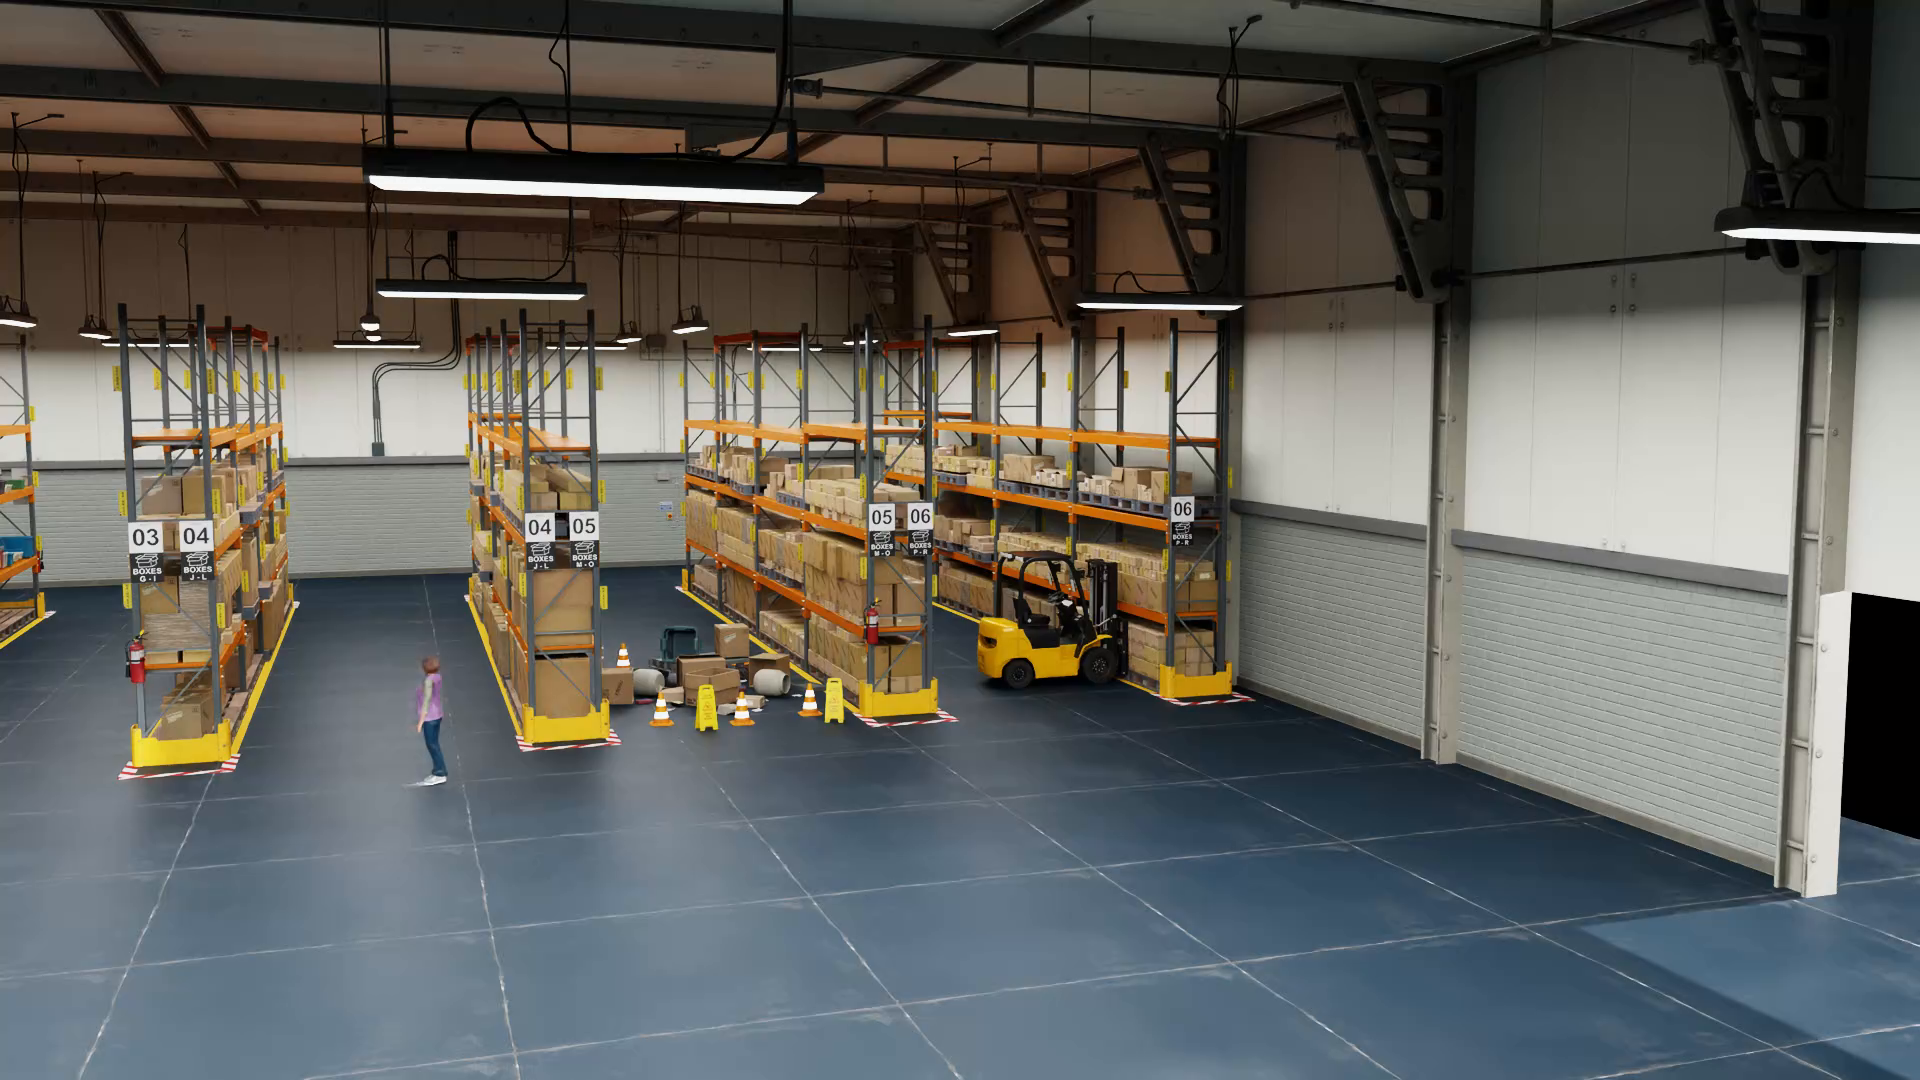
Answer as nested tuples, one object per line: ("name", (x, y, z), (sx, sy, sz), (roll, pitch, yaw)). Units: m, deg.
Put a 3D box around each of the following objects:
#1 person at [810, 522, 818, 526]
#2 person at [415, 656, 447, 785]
("person", (-3.898, 0.106, 42.400), (0.607, 1.767, 0.458), (1, 5, 7))
("person", (-6.588, 2.246, 20.724), (0.342, 1.616, 0.461), (0, 5, -5))
